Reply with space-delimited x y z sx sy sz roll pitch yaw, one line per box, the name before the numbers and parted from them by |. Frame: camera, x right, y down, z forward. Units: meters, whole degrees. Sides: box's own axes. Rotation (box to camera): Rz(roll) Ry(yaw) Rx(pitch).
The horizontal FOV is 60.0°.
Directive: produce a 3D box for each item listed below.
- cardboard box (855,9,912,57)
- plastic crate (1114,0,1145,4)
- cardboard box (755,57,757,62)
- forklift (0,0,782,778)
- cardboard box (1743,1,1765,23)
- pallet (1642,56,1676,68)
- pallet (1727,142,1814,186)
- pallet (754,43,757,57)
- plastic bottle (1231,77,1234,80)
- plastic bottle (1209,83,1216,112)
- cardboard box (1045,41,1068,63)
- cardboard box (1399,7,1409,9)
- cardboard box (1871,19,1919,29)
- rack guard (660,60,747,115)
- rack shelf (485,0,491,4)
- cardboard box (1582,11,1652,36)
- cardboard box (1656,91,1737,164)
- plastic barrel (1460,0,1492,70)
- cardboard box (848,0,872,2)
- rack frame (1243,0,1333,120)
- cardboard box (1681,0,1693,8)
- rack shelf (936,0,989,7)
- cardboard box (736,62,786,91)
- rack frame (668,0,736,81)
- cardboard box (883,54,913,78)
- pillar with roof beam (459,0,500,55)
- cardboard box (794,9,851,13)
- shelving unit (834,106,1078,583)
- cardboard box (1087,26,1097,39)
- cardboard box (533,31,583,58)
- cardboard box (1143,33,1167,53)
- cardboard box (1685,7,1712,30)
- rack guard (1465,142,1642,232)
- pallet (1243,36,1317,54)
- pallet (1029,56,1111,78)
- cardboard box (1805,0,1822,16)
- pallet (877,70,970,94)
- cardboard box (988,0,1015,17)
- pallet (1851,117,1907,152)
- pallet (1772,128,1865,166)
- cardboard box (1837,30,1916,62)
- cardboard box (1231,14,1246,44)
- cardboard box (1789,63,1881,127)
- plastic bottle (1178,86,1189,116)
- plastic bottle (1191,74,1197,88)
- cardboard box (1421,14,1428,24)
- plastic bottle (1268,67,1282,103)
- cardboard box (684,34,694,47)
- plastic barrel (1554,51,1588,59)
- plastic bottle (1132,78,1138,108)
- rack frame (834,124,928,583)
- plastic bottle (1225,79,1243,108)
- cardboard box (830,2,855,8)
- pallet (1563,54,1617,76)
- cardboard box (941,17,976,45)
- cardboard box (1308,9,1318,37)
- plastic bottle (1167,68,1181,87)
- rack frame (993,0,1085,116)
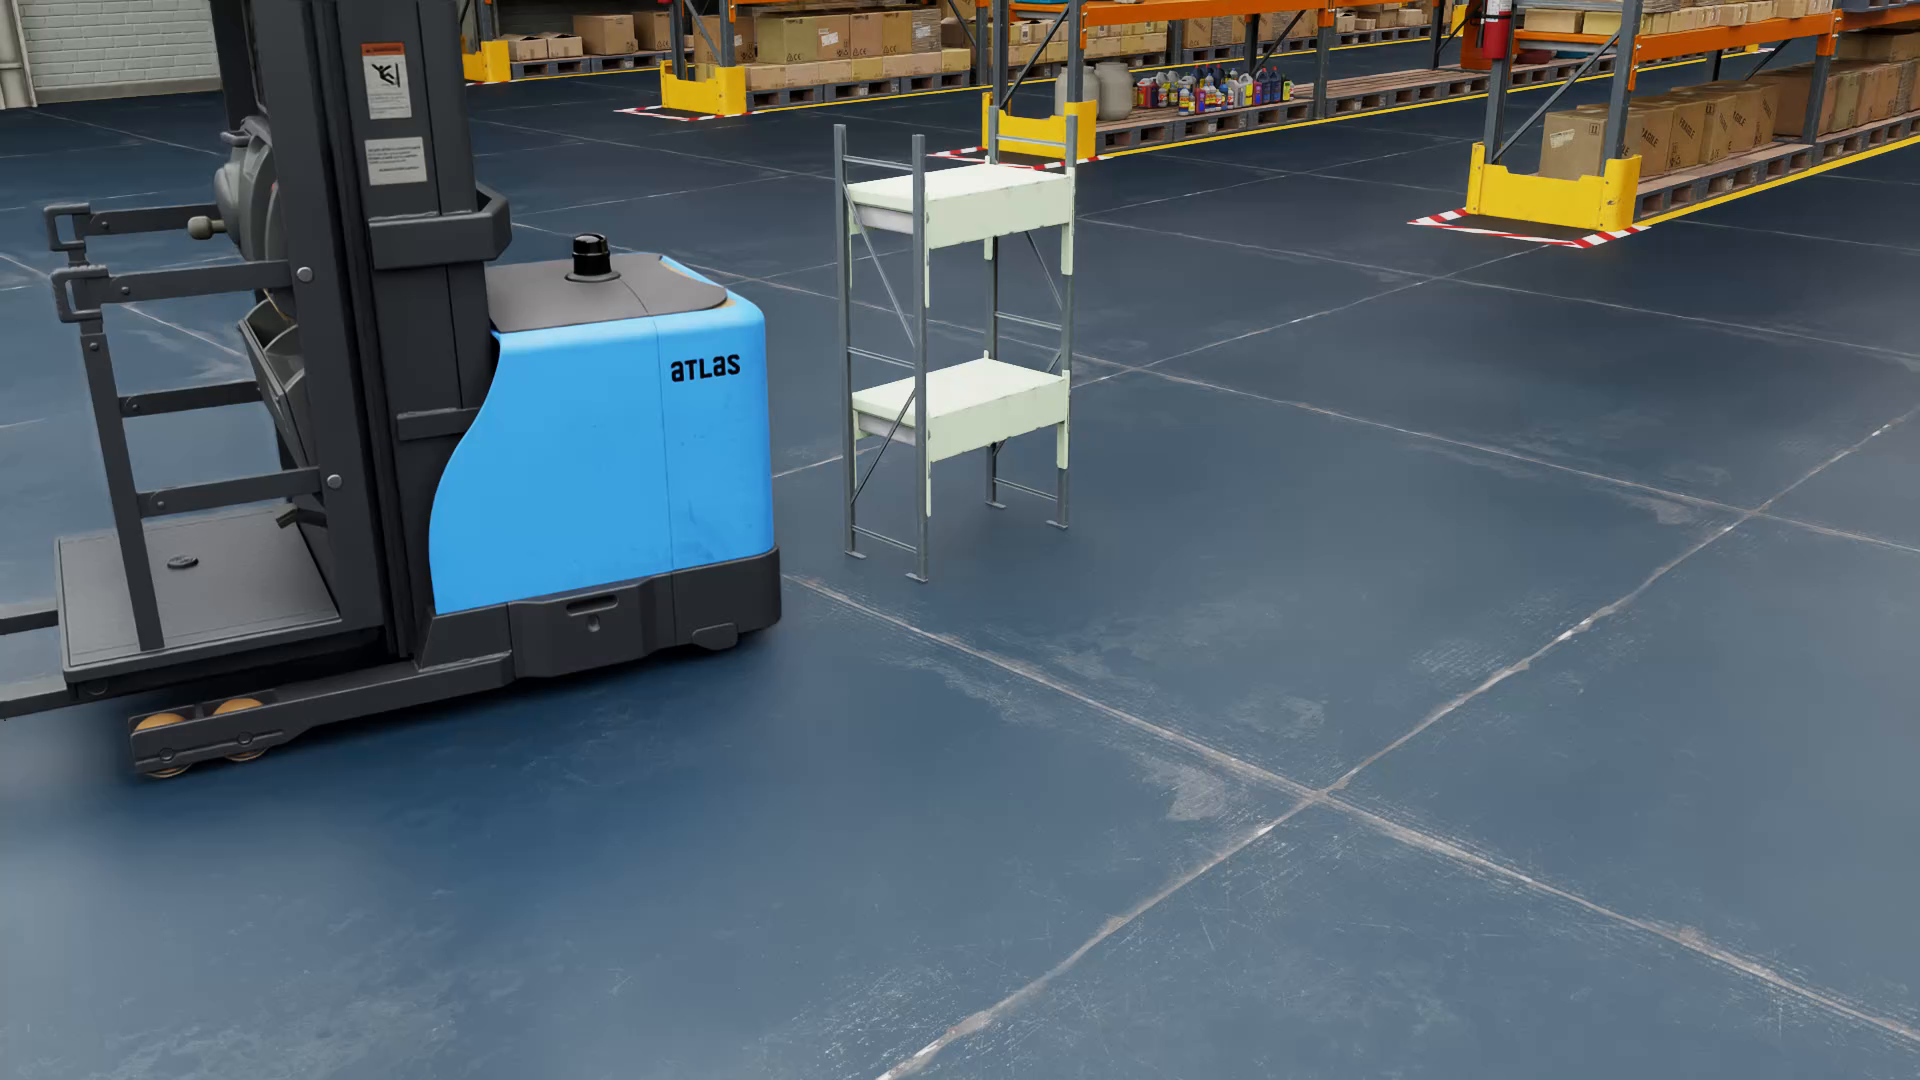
cardboard box | -0.924 -6.077 19.906 0.500 0.500 0.500 19 28 41
plastic crate | 1.557 -5.001 15.272 0.298 0.136 0.250 19 28 41
cardboard box | -2.342 -5.471 19.375 0.500 0.250 0.500 19 28 41
forklift | -2.107 -0.952 4.466 3.031 2.935 1.130 -11 24 -26
cardboard box | 6.045 -4.135 13.002 0.380 0.149 0.250 19 28 41
pallet | 9.558 -6.956 23.878 1.003 0.211 1.213 19 28 41
pallet | 6.598 -3.280 14.314 1.003 0.211 1.213 19 28 41
pallet | -3.064 -7.381 24.984 1.003 0.211 1.213 19 28 41
plastic bottle | 2.799 -4.589 17.006 0.061 0.283 0.133 19 28 41
plastic bottle | 2.499 -4.408 16.552 0.097 0.271 0.097 0 21 0
cardboard box | 1.122 -6.462 21.954 0.500 0.250 0.500 18 28 39
cardboard box | 7.386 -9.053 28.665 0.500 0.250 0.500 19 28 41
cardboard box | 10.328 -5.168 17.714 1.225 0.875 0.875 18 27 38
rack guard | -2.861 -5.042 18.496 1.175 0.500 0.348 19 28 41
rack shelf | -5.001 -7.632 22.753 1.077 0.370 4.000 19 28 41
cardboard box | 4.620 -3.631 11.691 0.380 0.149 0.250 19 28 41
cardboard box | 5.963 -3.371 13.563 0.500 0.500 0.500 16 26 36
plastic barrel | 6.612 -6.344 20.838 0.600 0.830 0.708 19 28 41
cardboard box | -1.723 -8.570 26.016 0.500 0.250 0.500 -20 28 -41
rack frame | 3.492 -6.003 17.511 1.000 3.000 0.127 19 28 41
cardboard box | 4.917 -4.213 12.302 0.875 0.500 0.500 19 28 41
rack shelf | 1.341 -7.422 22.205 1.077 0.370 4.000 19 28 41
cardboard box | -2.311 -5.210 18.695 0.500 0.250 0.500 19 28 41
rack frame | -2.844 -6.215 18.063 1.000 3.000 0.127 19 28 41
cardboard box | -0.915 -5.724 20.032 0.500 0.250 0.500 19 28 41
pillar with roof beam | -3.443 -9.573 18.439 9.100 9.000 0.400 19 28 41
cardboard box | -1.647 -6.079 19.911 0.500 0.500 0.500 19 28 41
shelving unit | -0.005 -0.698 5.801 0.431 1.500 0.755 19 28 41
cardboard box | 1.484 -6.857 22.199 0.500 0.311 0.500 -19 28 -41
cardboard box | -5.451 -6.706 22.476 0.500 0.311 0.500 -17 27 -38
cardboard box | 2.544 -6.988 23.321 0.500 0.250 0.500 -19 28 -41
cardboard box | 5.333 -3.883 12.346 0.380 0.149 0.250 19 28 41
rack guard | 4.304 -2.587 12.110 1.175 0.500 0.348 19 28 41
pallet | 4.987 -7.779 26.021 1.003 0.211 1.213 19 28 41
pallet | 1.283 -6.456 22.577 1.003 0.211 1.213 19 28 41
cardboard box | 6.921 -4.455 13.834 0.380 0.149 0.250 19 28 41
pallet | -0.639 -5.748 20.734 1.003 0.211 1.213 19 28 41
cardboard box | 0.407 -9.083 27.935 0.750 0.750 0.750 19 28 40
pallet | 8.434 -3.977 16.127 1.003 0.211 1.213 19 28 41
pallet | 7.583 -3.662 15.307 1.003 0.211 1.213 19 28 41
cardboard box | 9.023 -4.861 16.367 0.500 0.250 0.500 -16 26 -36
cardboard box | 3.973 -7.619 24.588 0.500 0.500 0.500 19 28 40
cardboard box | 8.221 -4.216 15.733 0.700 0.500 0.500 16 26 36
plastic bottle | 2.190 -4.294 16.256 0.097 0.271 0.097 0 21 0
plastic bottle | 2.425 -4.735 17.403 0.097 0.271 0.097 0 21 0
cardboard box | 7.767 -8.928 28.457 0.380 0.166 0.250 19 28 41
plastic bottle | 3.250 -4.734 17.289 0.144 0.351 0.185 18 28 39
cardboard box | -3.957 -7.220 24.014 0.380 0.166 0.250 15 26 34
plastic barrel | 8.188 -6.958 22.336 0.600 0.901 0.708 19 28 41
plastic bottle | 1.738 -4.528 16.848 0.133 0.283 0.061 -19 28 -41
rack frame | -0.260 -0.604 5.556 0.400 1.500 0.023 19 28 41
plastic bottle | 2.774 -4.526 16.852 0.135 0.276 0.152 -20 28 -41
cardboard box | -2.049 -8.113 25.871 0.700 0.500 0.500 19 28 40
pallet | 8.505 -6.569 22.872 1.003 0.211 1.213 19 28 41
cardboard box | 0.023 -6.593 21.514 0.500 0.311 0.500 19 28 41
cardboard box | 5.388 -8.140 25.942 0.500 0.500 0.500 19 28 40
plastic bottle | 2.204 -4.710 17.227 0.144 0.351 0.185 19 28 40
rack frame | 0.702 -4.974 14.836 1.000 3.000 0.127 19 28 41
